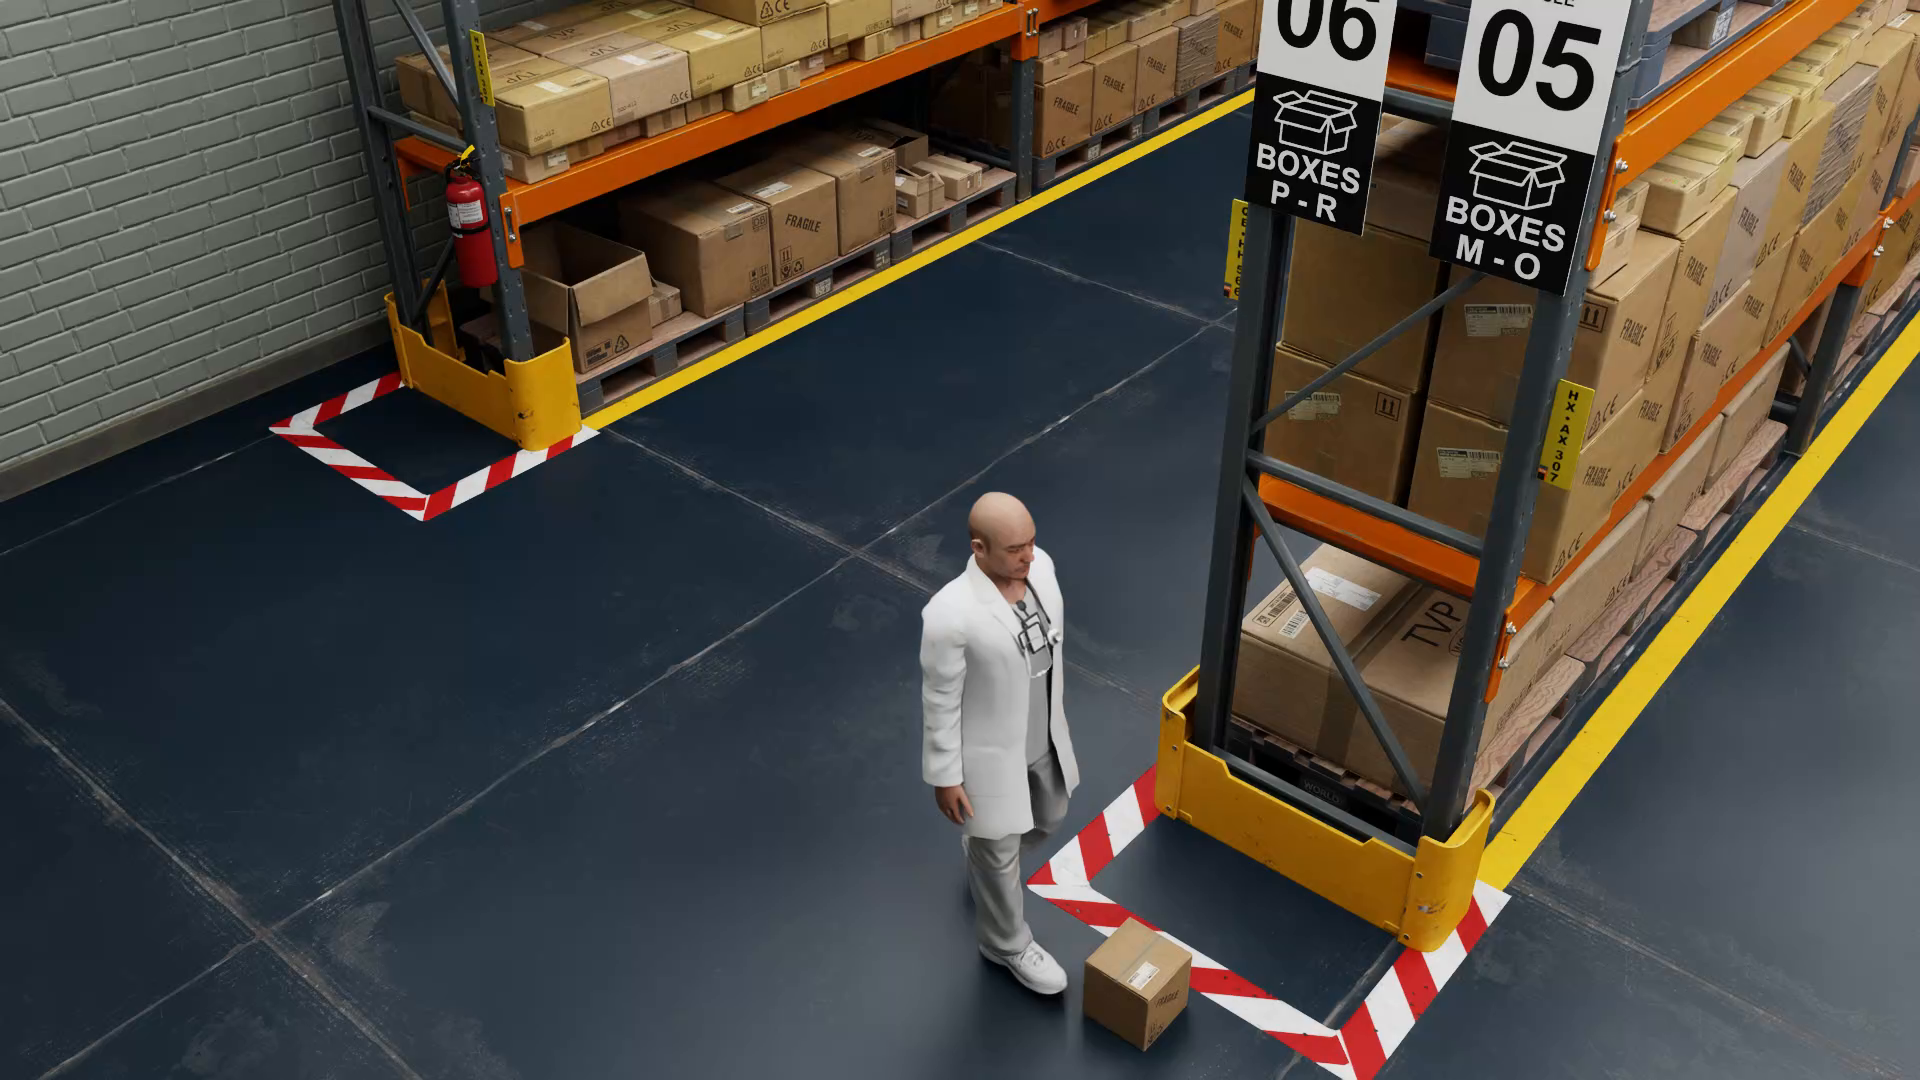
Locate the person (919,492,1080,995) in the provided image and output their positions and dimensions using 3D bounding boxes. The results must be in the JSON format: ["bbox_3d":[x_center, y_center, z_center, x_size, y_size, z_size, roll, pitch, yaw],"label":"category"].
[{"bbox_3d":[0.129,0.648,5.222,0.683,1.799,0.616,29,44,35],"label":"person"}]
